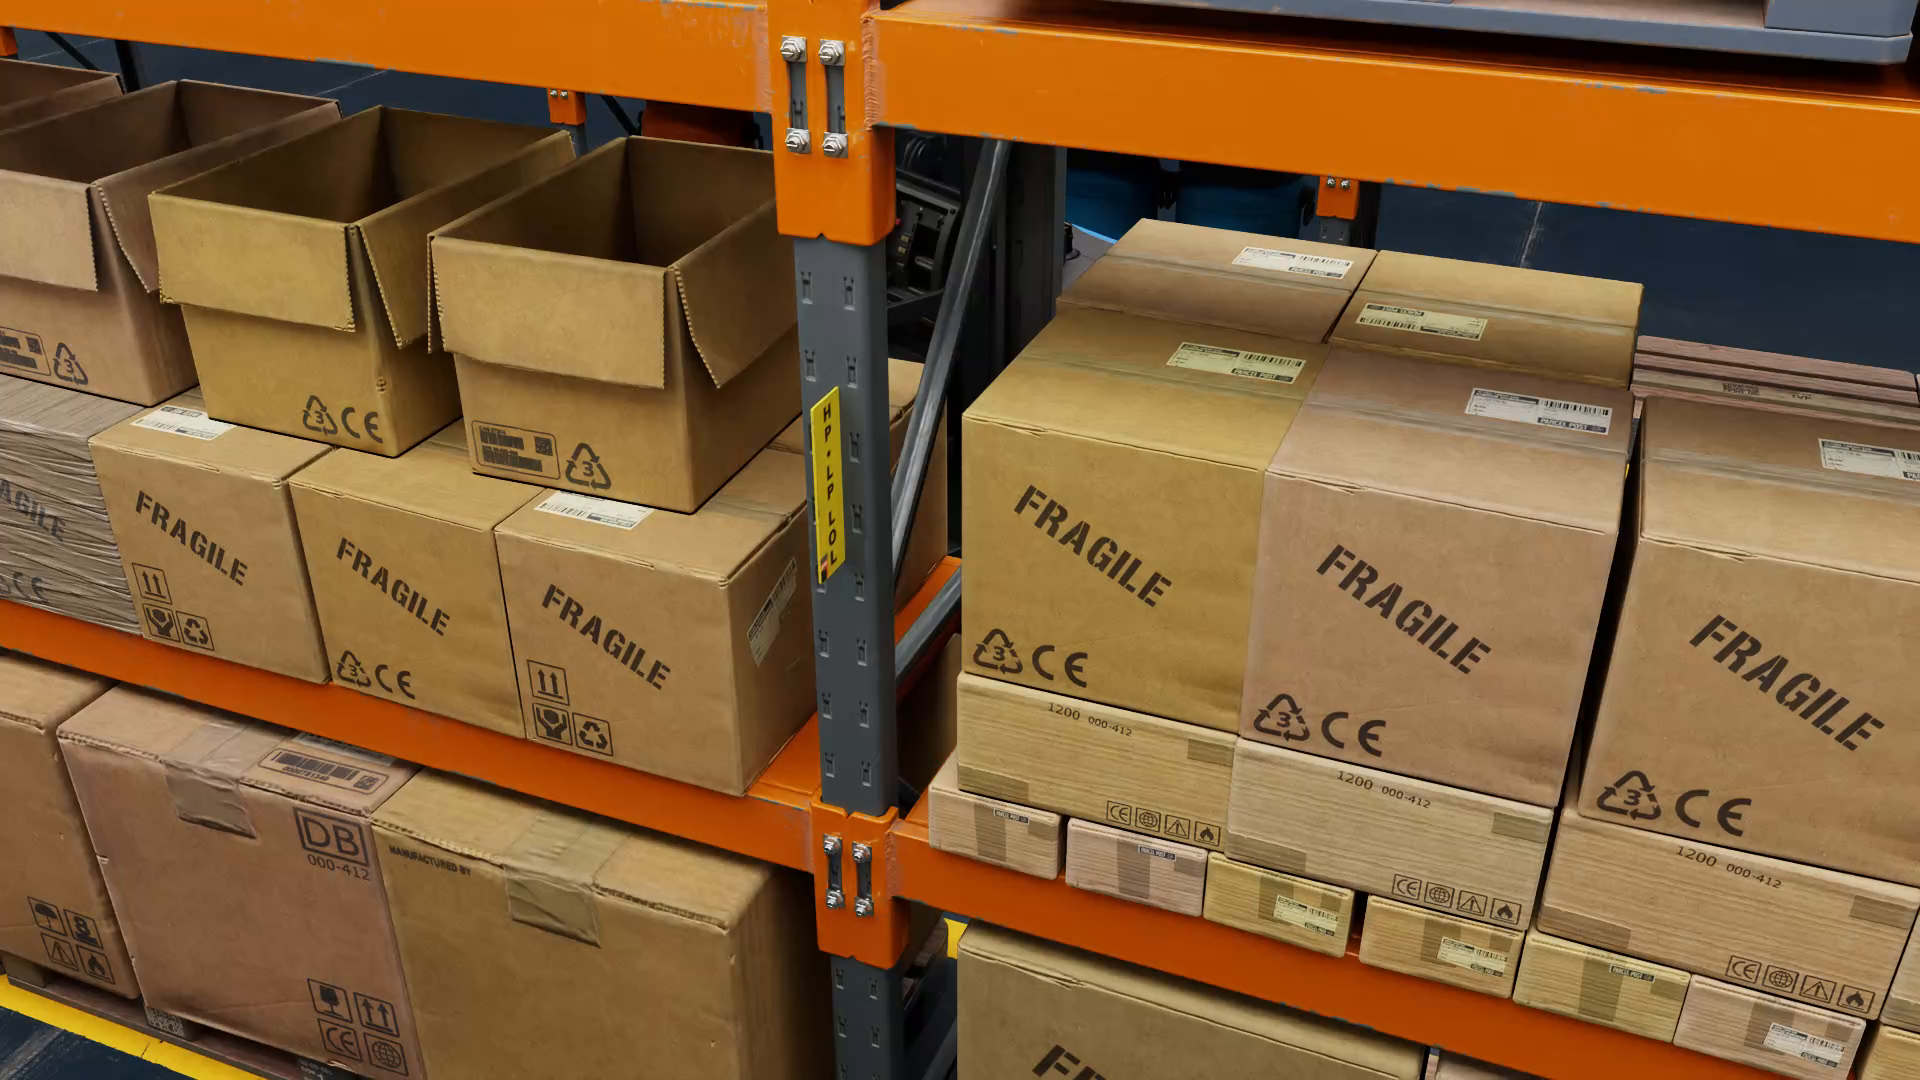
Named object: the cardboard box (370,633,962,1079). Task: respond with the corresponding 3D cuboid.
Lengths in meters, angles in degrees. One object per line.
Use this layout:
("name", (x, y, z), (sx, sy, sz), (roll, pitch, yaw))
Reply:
("cardboard box", (-0.622, 0.764, 4.082), (0.875, 0.875, 1.225), (11, 31, 19))

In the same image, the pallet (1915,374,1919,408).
("pallet", (4.797, -0.343, 7.142), (1.213, 0.211, 1.003), (11, 31, 19))

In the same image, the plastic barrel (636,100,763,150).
("plastic barrel", (-1.406, -2.022, 9.058), (0.708, 0.830, 0.600), (11, 31, 19))

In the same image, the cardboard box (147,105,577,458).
("cardboard box", (-1.248, -0.595, 3.634), (0.637, 0.503, 0.797), (12, 32, 20))

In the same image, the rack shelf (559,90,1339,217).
("rack shelf", (-0.013, -2.184, 8.296), (4.000, 0.370, 1.077), (11, 31, 19))

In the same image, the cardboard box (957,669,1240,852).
("cardboard box", (0.315, 0.274, 3.067), (0.500, 0.250, 0.500), (11, 31, 18))

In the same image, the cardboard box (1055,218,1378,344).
("cardboard box", (0.505, -0.296, 3.313), (0.500, 0.500, 0.500), (12, 32, 21))

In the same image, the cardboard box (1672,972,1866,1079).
("cardboard box", (1.329, 0.687, 2.742), (0.250, 0.149, 0.380), (12, 32, 20))

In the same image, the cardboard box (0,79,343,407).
("cardboard box", (-1.830, -0.703, 3.825), (0.637, 0.503, 0.797), (12, 32, 21))

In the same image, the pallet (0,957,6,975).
("pallet", (-3.026, 0.786, 5.145), (1.213, 0.211, 1.003), (11, 31, 19))

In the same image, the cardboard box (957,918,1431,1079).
("cardboard box", (0.560, 1.032, 3.608), (0.875, 0.875, 0.875), (11, 31, 19))

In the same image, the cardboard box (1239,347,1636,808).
("cardboard box", (0.779, 0.041, 2.718), (0.500, 0.500, 0.500), (11, 31, 19))

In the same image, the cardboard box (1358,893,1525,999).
("cardboard box", (0.859, 0.592, 2.909), (0.250, 0.149, 0.380), (10, 31, 18))

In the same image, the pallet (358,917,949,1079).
("pallet", (-0.765, 1.237, 4.347), (1.213, 0.211, 1.003), (11, 31, 19))

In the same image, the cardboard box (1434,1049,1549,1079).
("cardboard box", (1.394, 1.199, 3.313), (0.875, 0.875, 0.875), (11, 31, 19))

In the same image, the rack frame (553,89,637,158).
("rack frame", (-1.866, -2.867, 8.774), (0.127, 3.000, 1.000), (11, 31, 19))

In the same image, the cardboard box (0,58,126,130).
("cardboard box", (-2.454, -0.824, 4.039), (0.637, 0.503, 0.797), (12, 32, 20))

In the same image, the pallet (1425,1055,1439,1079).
("pallet", (0.654, 1.522, 3.843), (1.213, 0.211, 1.003), (11, 31, 19))

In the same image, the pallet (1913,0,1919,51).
("pallet", (1.859, -0.753, 2.076), (1.213, 0.211, 1.003), (11, 31, 19))

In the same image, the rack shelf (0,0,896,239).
("rack shelf", (-1.875, -1.231, 3.562), (4.000, 0.370, 1.077), (11, 31, 19))

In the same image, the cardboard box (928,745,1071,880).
("cardboard box", (0.127, 0.447, 3.165), (0.250, 0.149, 0.380), (11, 31, 19))

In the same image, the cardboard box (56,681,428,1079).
("cardboard box", (-1.451, 0.600, 4.373), (0.875, 0.875, 1.225), (10, 31, 17))

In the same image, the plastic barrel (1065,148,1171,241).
("plastic barrel", (0.687, -1.636, 8.301), (0.708, 0.901, 0.600), (11, 31, 19))

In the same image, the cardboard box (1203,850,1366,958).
("cardboard box", (0.615, 0.544, 2.994), (0.250, 0.149, 0.380), (12, 32, 21))

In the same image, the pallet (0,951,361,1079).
("pallet", (-1.899, 1.012, 4.745), (1.213, 0.211, 1.003), (11, 31, 19))

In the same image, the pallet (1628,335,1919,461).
("pallet", (3.671, -0.570, 7.543), (1.213, 0.211, 1.003), (11, 31, 19))

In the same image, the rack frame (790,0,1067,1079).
("rack frame", (-0.022, 0.132, 3.469), (0.127, 3.000, 1.000), (11, 31, 19))

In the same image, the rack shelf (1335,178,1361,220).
("rack shelf", (3.694, -1.444, 6.987), (4.000, 0.370, 1.077), (11, 31, 19))

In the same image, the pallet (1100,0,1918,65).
("pallet", (0.733, -0.980, 2.476), (1.213, 0.211, 1.003), (11, 31, 19))

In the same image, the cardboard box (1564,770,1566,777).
("cardboard box", (1.338, 0.338, 3.359), (0.250, 0.149, 0.380), (12, 32, 20))

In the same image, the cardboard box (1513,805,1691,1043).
("cardboard box", (1.097, 0.639, 2.826), (0.250, 0.149, 0.380), (11, 31, 18))

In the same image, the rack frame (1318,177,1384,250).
("rack frame", (1.841, -2.127, 7.464), (0.127, 3.000, 1.000), (11, 31, 19))

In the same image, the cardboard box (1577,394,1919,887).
("cardboard box", (1.263, 0.135, 2.551), (0.500, 0.500, 0.500), (10, 31, 18))

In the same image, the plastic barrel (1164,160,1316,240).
("plastic barrel", (1.343, -1.505, 8.069), (0.708, 0.901, 0.600), (11, 31, 19))

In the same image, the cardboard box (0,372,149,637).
("cardboard box", (-1.963, -0.157, 3.878), (0.500, 0.500, 0.500), (11, 31, 19))

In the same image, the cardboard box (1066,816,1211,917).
("cardboard box", (0.371, 0.496, 3.080), (0.250, 0.149, 0.380), (10, 31, 17))

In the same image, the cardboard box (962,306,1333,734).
("cardboard box", (0.326, -0.054, 2.885), (0.500, 0.500, 0.500), (11, 31, 19))

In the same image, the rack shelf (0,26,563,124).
("rack shelf", (-3.719, -2.924, 9.605), (4.000, 0.370, 1.077), (11, 31, 19))

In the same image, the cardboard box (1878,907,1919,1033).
("cardboard box", (1.710, 0.556, 2.568), (0.500, 0.250, 0.500), (11, 31, 19))

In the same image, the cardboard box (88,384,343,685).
("cardboard box", (-1.500, -0.062, 3.710), (0.500, 0.500, 0.500), (11, 31, 19))

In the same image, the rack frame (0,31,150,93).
("rack frame", (-5.573, -3.607, 10.083), (0.127, 3.000, 1.000), (11, 31, 19))

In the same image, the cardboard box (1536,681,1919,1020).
("cardboard box", (1.256, 0.461, 2.736), (0.500, 0.250, 0.500), (12, 32, 20))

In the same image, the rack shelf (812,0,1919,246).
("rack shelf", (1.832, -0.491, 2.253), (4.000, 0.370, 1.077), (11, 31, 19))

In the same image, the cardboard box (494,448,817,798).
("cardboard box", (-0.558, 0.126, 3.377), (0.500, 0.500, 0.500), (11, 31, 19))

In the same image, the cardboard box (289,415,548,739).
("cardboard box", (-1.014, 0.031, 3.544), (0.500, 0.500, 0.500), (12, 32, 21))

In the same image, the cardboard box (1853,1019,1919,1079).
("cardboard box", (1.572, 0.735, 2.657), (0.250, 0.149, 0.380), (10, 31, 18))

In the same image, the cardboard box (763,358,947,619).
("cardboard box", (-0.354, -0.111, 3.796), (0.500, 0.500, 0.500), (11, 31, 19))

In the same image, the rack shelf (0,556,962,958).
("rack shelf", (-1.875, 0.075, 4.300), (4.000, 0.370, 1.077), (11, 31, 19))

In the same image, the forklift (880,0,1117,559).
("forklift", (-0.484, -1.082, 5.686), (3.031, 2.935, 1.130), (-22, 36, -33))

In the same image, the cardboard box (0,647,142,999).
("cardboard box", (-2.273, 0.439, 4.657), (0.875, 0.875, 1.225), (11, 31, 19))

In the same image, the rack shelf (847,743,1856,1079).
("rack shelf", (1.832, 0.815, 2.991), (4.000, 0.370, 1.077), (11, 31, 19))

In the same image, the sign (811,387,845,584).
("sign", (-0.217, -0.089, 2.762), (0.005, 0.325, 0.100), (11, 31, 19))

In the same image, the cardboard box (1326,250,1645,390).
("cardboard box", (0.968, -0.201, 3.146), (0.500, 0.500, 0.500), (12, 31, 20))

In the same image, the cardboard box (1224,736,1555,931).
("cardboard box", (0.774, 0.368, 2.901), (0.500, 0.250, 0.500), (11, 31, 19))

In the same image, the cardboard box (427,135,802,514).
("cardboard box", (-0.617, -0.463, 3.400), (0.637, 0.503, 0.797), (10, 31, 18))
